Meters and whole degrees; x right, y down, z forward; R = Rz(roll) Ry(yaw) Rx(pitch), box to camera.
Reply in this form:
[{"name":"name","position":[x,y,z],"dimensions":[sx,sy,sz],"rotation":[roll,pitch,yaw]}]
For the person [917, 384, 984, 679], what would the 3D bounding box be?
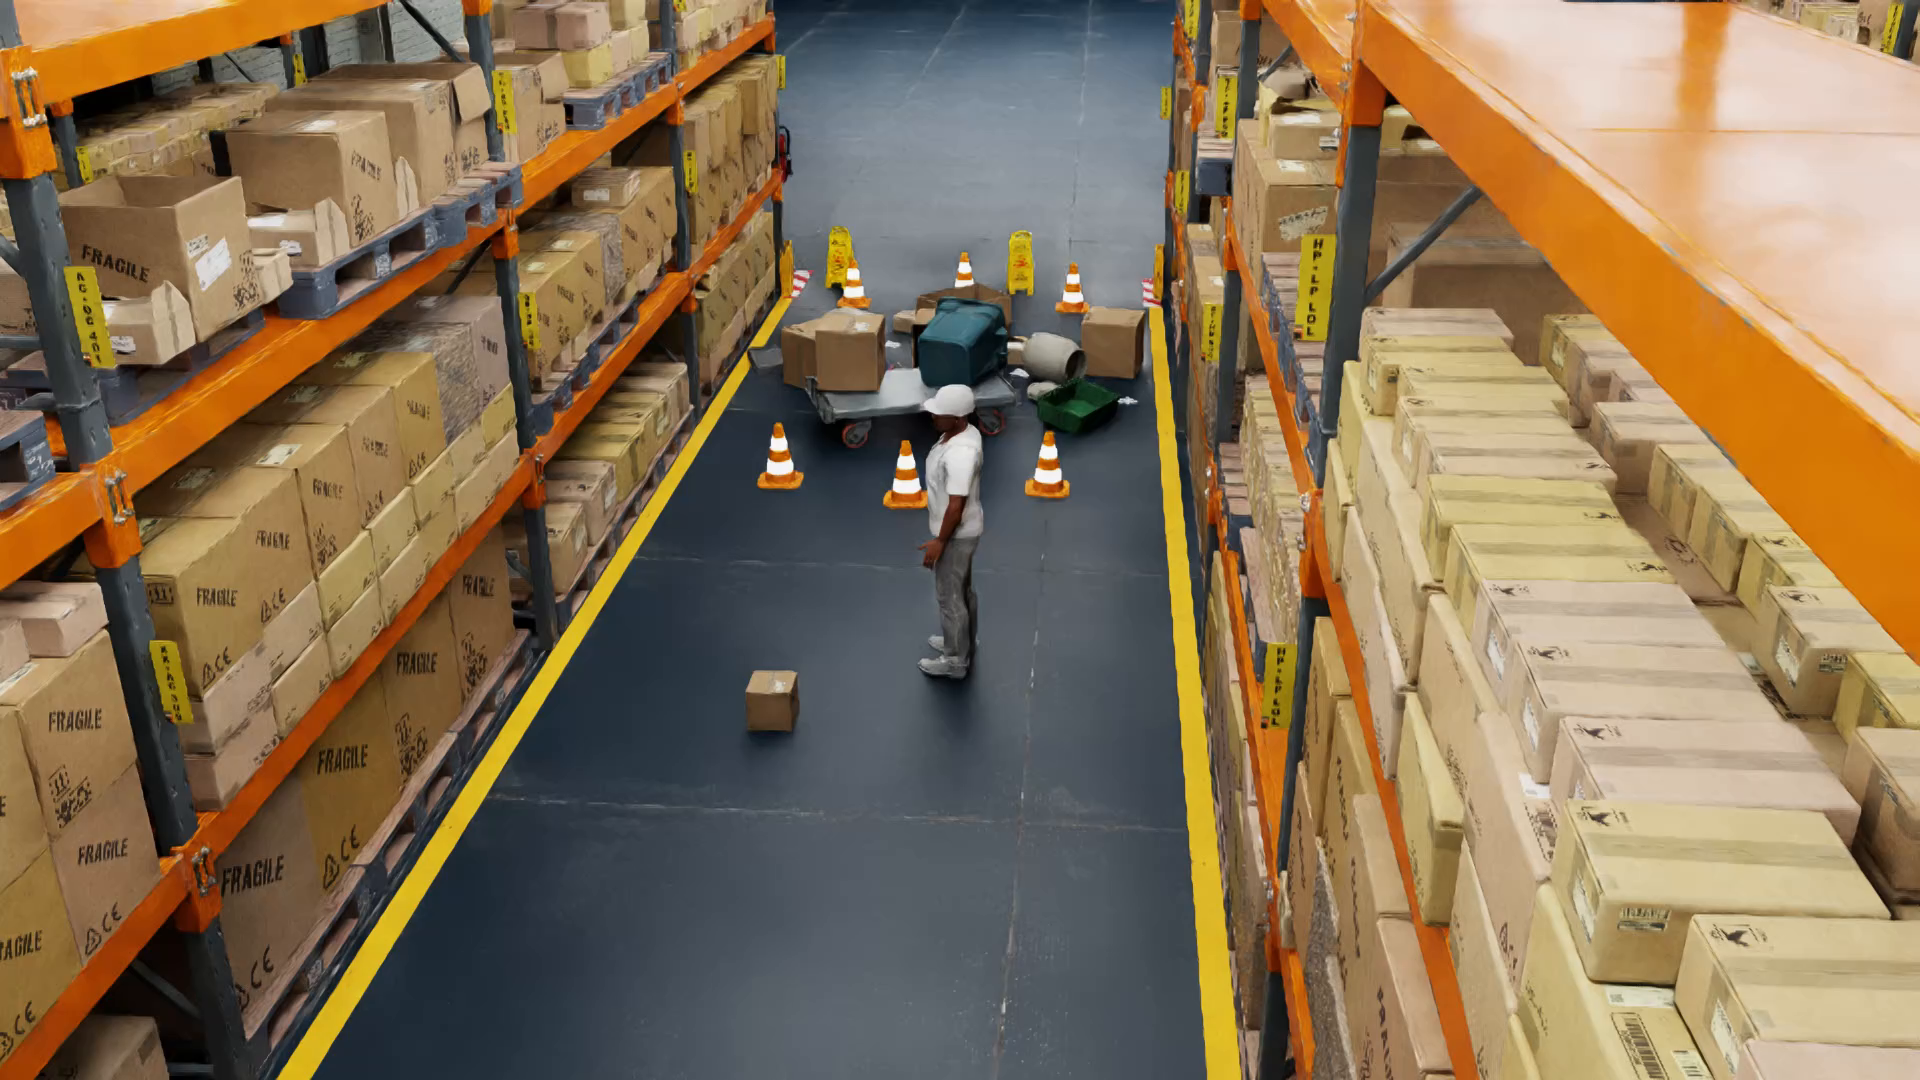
[{"name":"person","position":[-0.054,-0.061,9.661],"dimensions":[0.388,1.765,0.613],"rotation":[1,24,2]}]
